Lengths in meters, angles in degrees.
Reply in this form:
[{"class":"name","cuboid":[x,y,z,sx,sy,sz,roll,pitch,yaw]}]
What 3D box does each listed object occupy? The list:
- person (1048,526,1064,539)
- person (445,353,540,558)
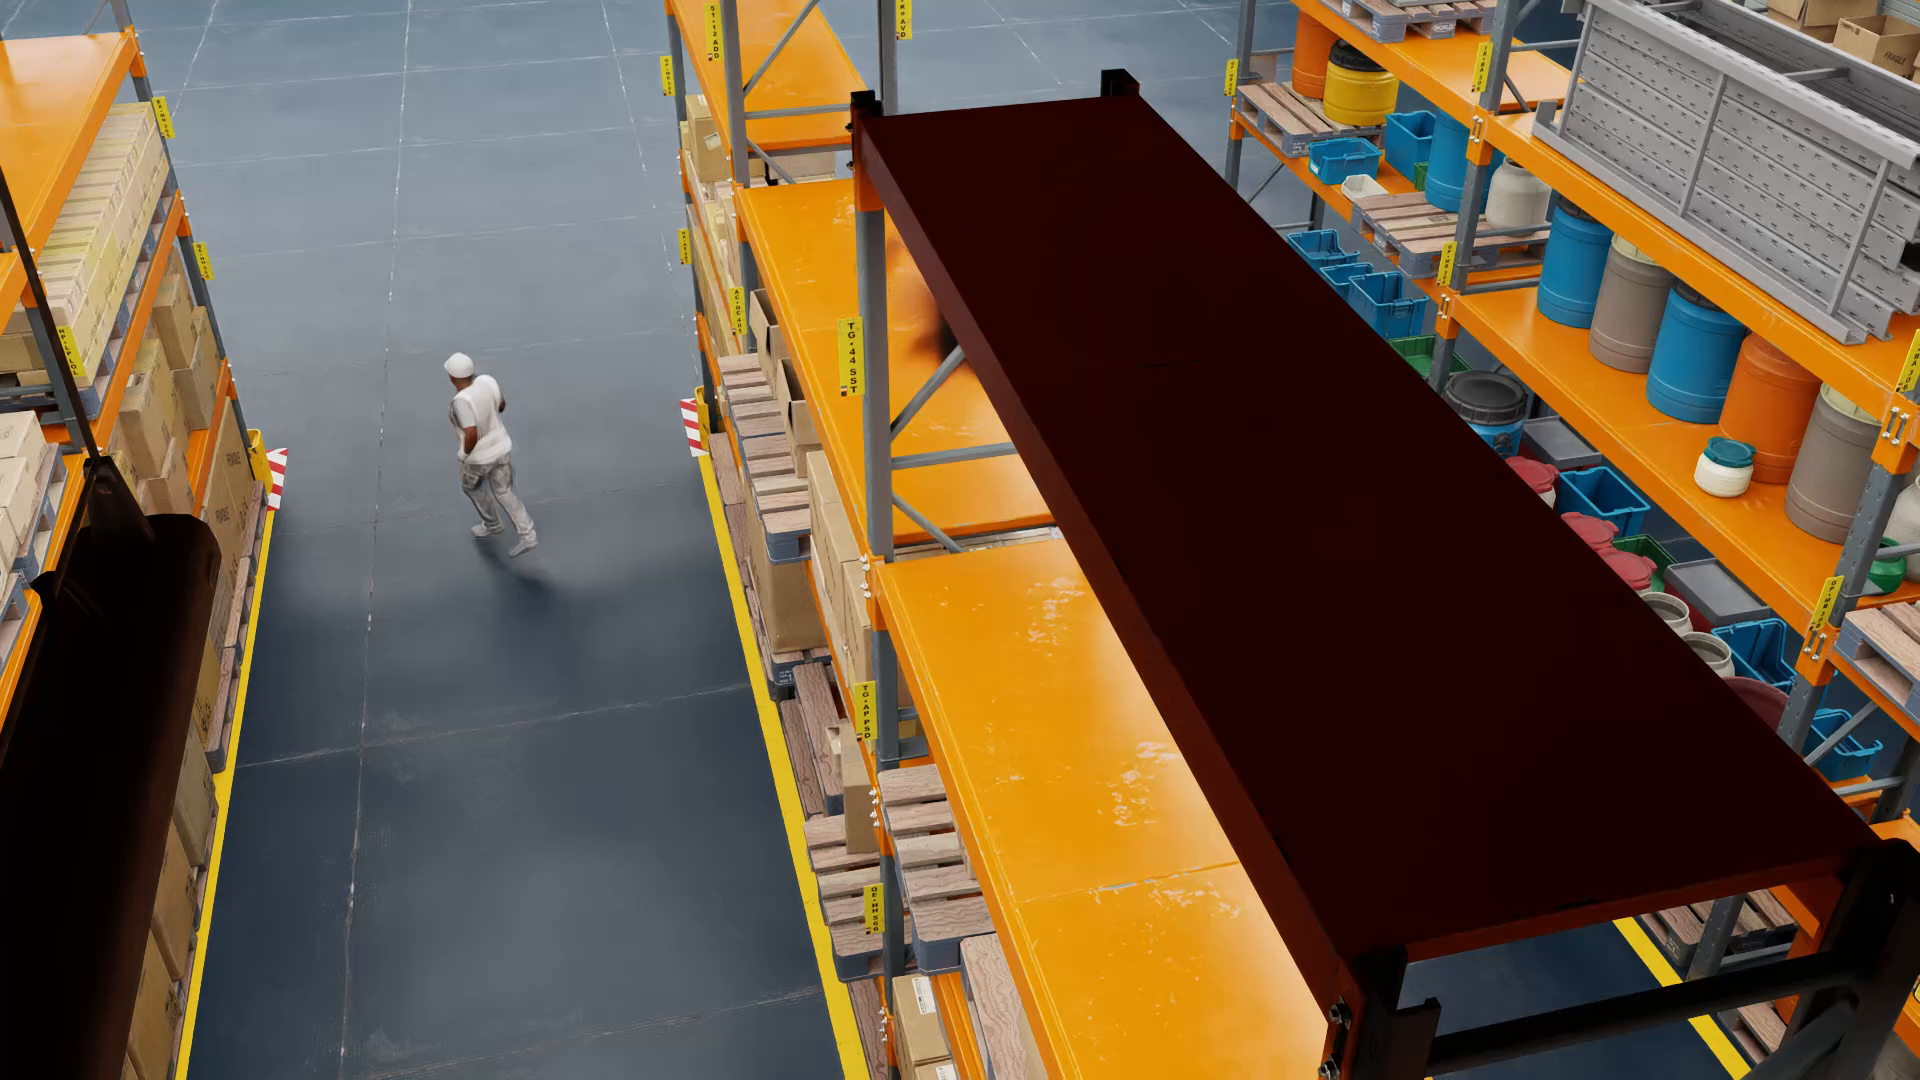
[{"class":"person","cuboid":[0.618,0.412,12.070,0.604,1.626,0.914,-13,37,-18]},{"class":"person","cuboid":[-3.777,-0.690,13.537,0.856,1.757,0.634,21,40,27]}]
